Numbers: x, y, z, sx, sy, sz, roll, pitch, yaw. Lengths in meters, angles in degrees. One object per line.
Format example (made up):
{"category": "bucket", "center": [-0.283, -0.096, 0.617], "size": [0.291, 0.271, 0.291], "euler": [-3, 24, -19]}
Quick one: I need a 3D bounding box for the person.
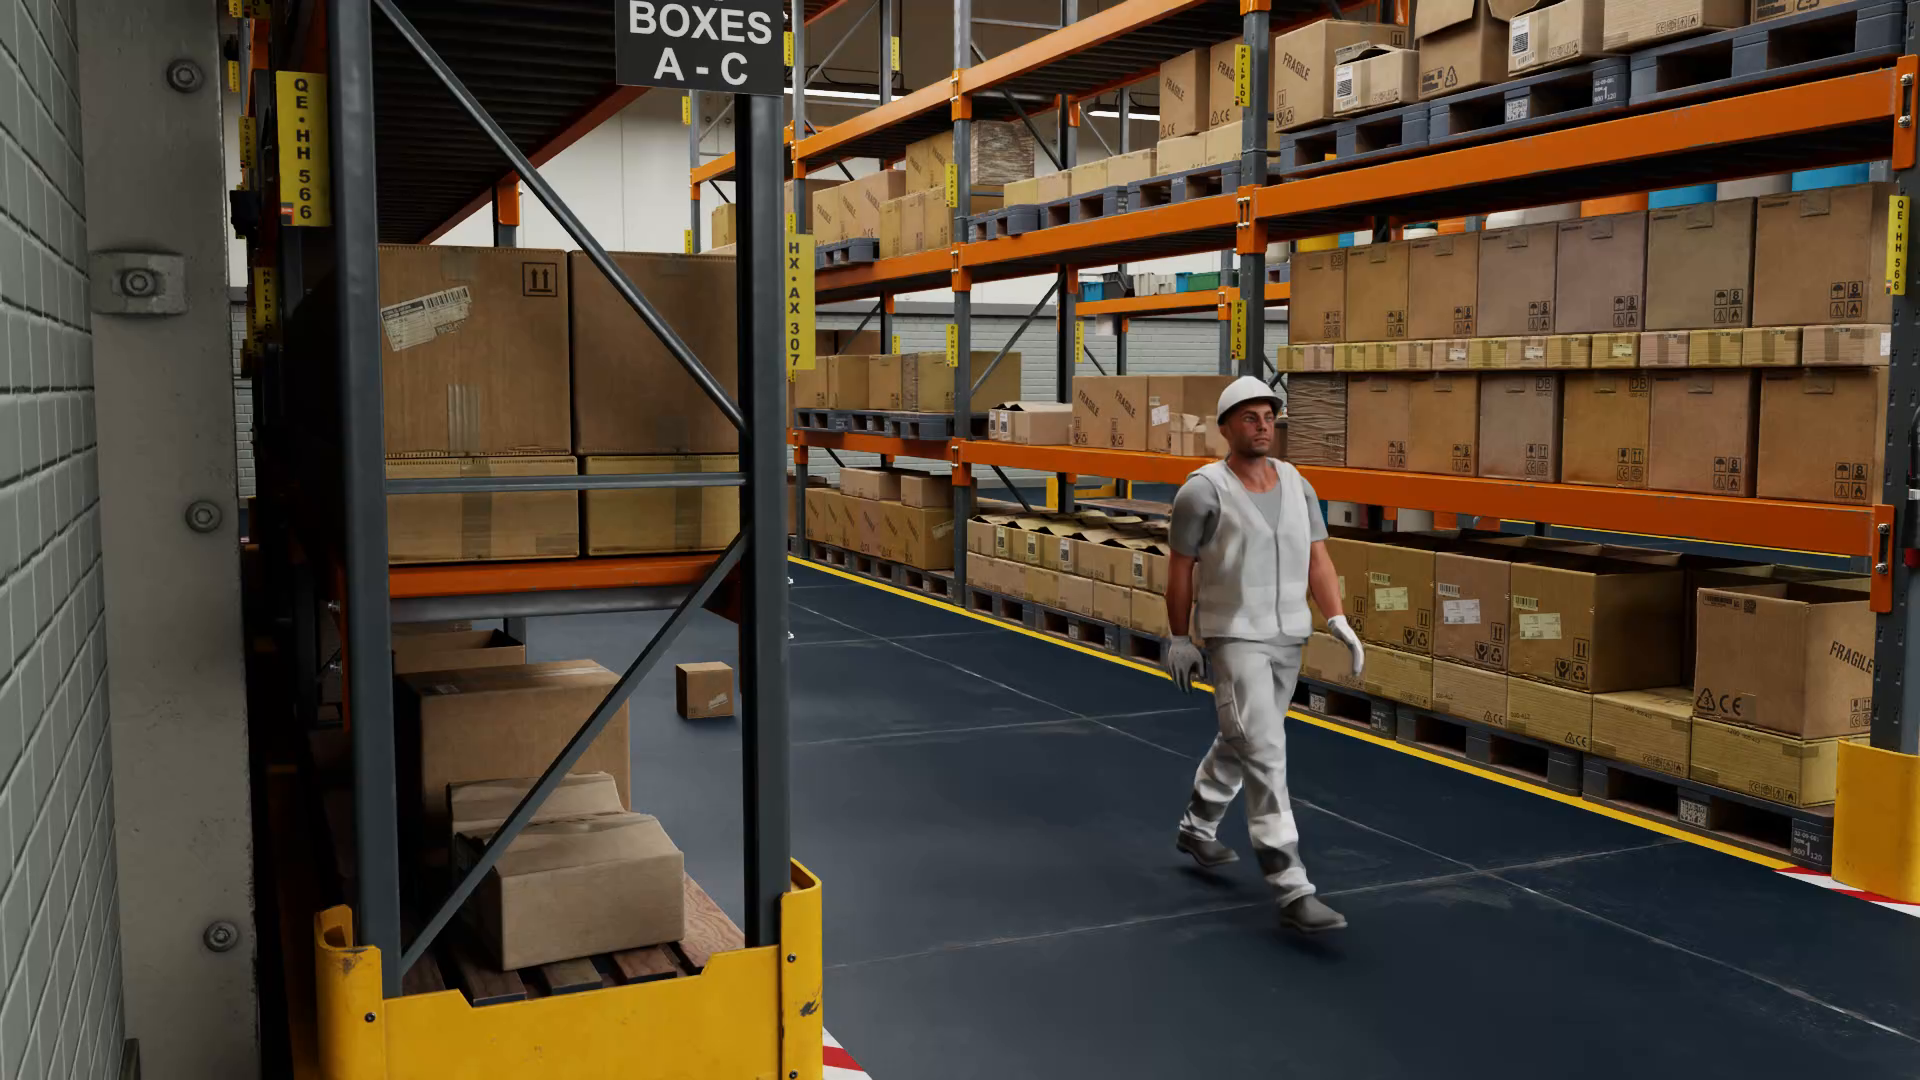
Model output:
{"category": "person", "center": [1.008, 0.332, 5.454], "size": [0.528, 1.733, 1.056], "euler": [-3, 6, -26]}
